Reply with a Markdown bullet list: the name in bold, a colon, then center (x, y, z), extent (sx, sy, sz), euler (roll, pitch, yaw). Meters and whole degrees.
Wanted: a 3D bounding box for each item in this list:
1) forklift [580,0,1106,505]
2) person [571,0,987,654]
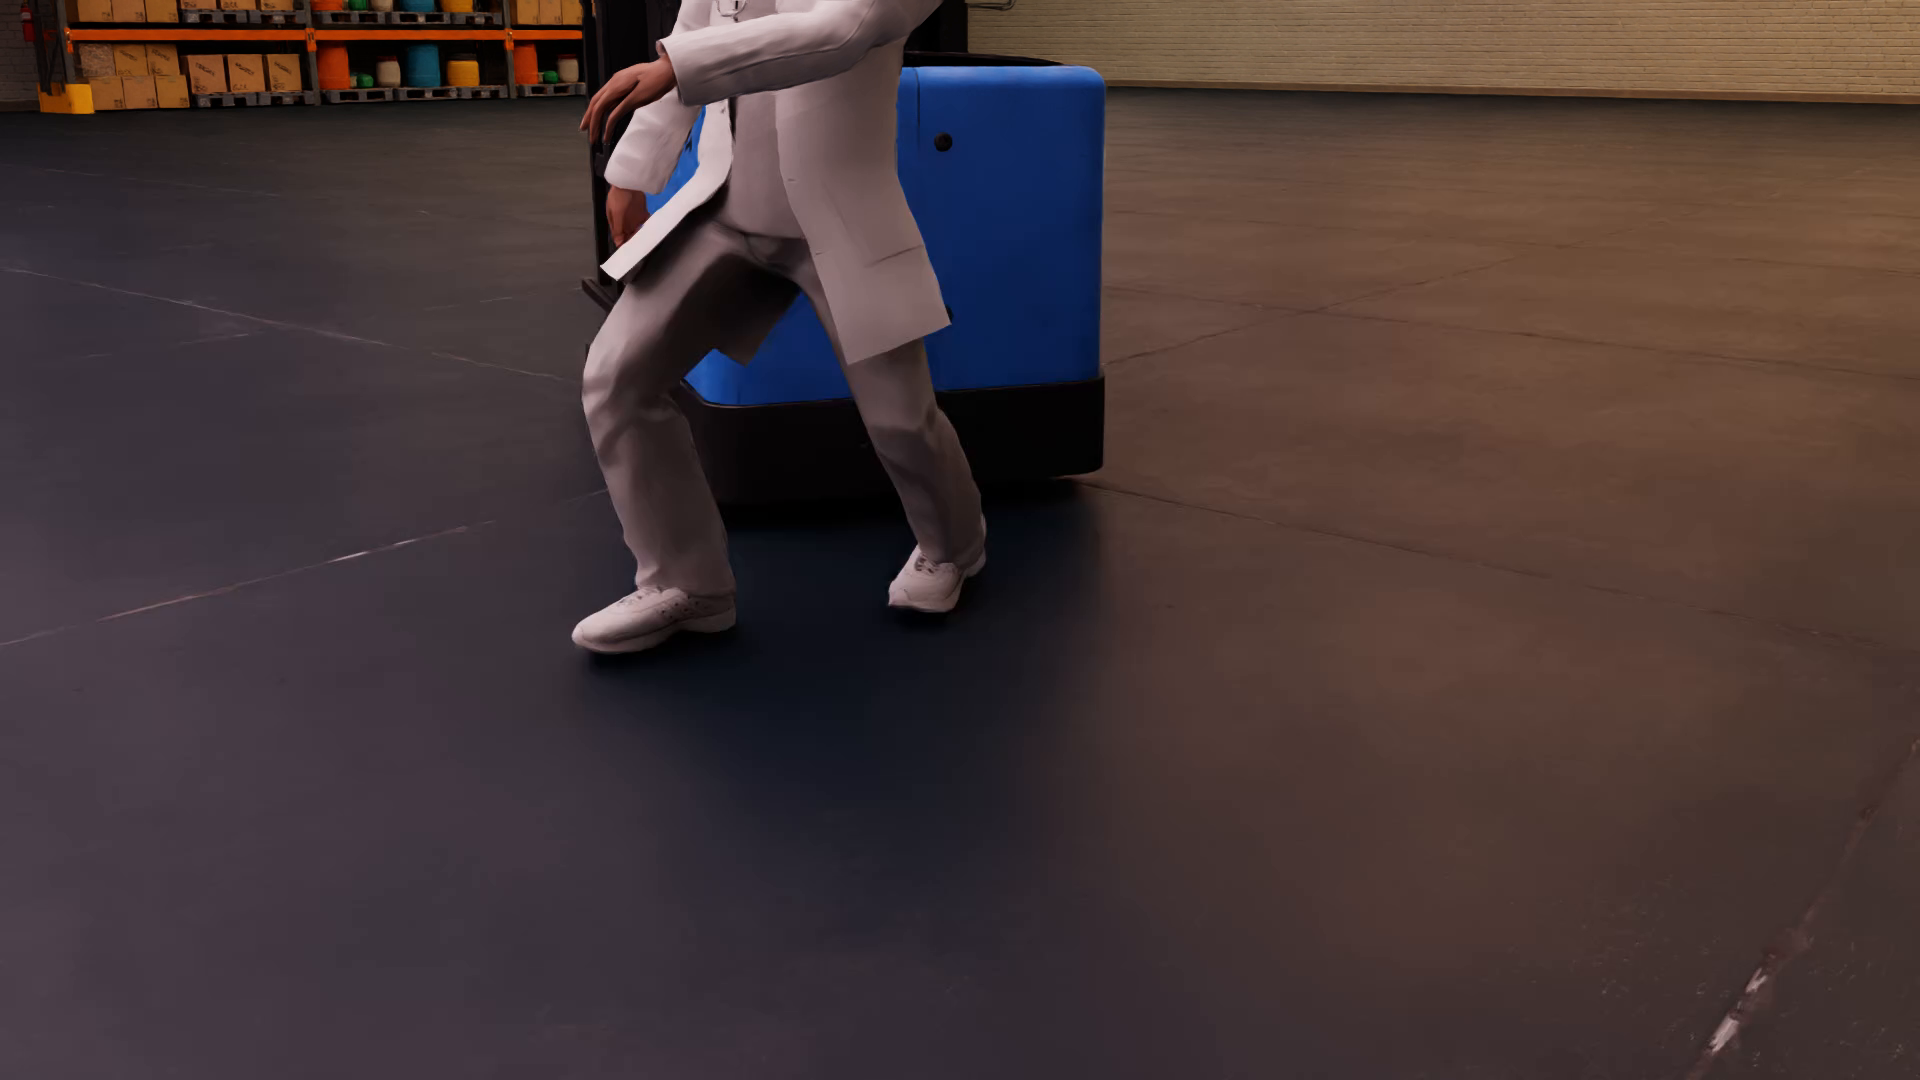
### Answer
- **forklift**: center (-0.610, -1.872, 5.062), extent (1.130, 2.935, 3.031), euler (-6, 18, -19)
- **person**: center (-0.381, -0.629, 3.160), extent (0.780, 1.656, 0.889), euler (8, 19, 25)
